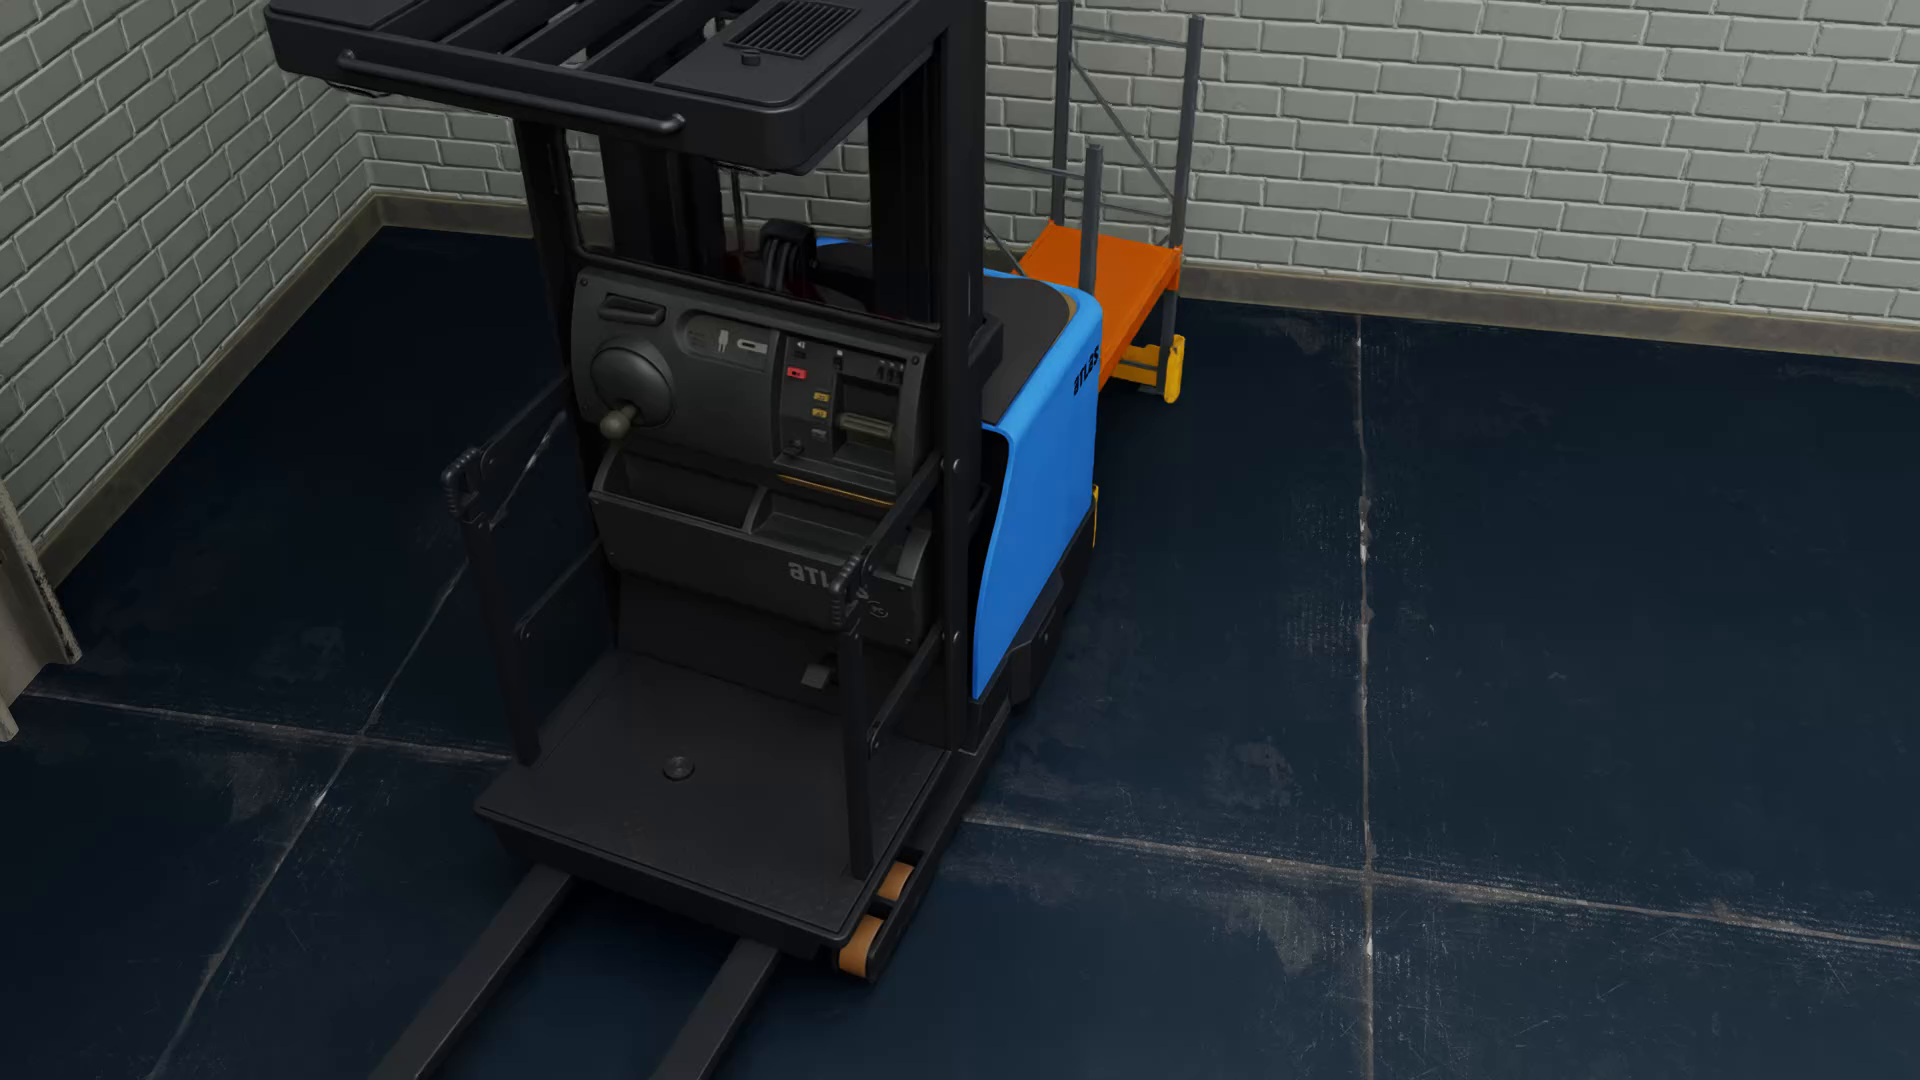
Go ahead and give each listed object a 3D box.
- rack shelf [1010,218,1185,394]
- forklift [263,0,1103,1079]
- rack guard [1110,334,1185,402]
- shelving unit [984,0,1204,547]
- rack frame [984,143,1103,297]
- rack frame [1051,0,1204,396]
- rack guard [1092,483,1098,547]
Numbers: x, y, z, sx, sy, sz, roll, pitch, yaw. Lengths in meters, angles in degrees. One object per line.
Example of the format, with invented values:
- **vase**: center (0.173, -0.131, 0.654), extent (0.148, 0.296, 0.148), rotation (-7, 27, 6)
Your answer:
- **rack shelf**: center (0.373, -0.766, 5.781), extent (0.538, 0.185, 1.000), rotation (15, 42, 17)
- **forklift**: center (-0.598, -0.297, 3.808), extent (1.130, 2.935, 3.031), rotation (15, 42, 17)
- **rack guard**: center (0.570, -0.720, 6.425), extent (0.587, 0.250, 0.087), rotation (15, 42, 17)
- **shelving unit**: center (0.376, -0.910, 5.673), extent (0.587, 1.500, 1.083), rotation (15, 42, 17)
- **rack frame**: center (0.175, -0.606, 5.306), extent (0.500, 1.500, 0.032), rotation (15, 42, 17)
- **rack frame**: center (0.571, -1.203, 6.028), extent (0.500, 1.500, 0.032), rotation (15, 42, 17)
- **rack guard**: center (0.183, -0.136, 5.718), extent (0.587, 0.250, 0.087), rotation (15, 42, 17)
